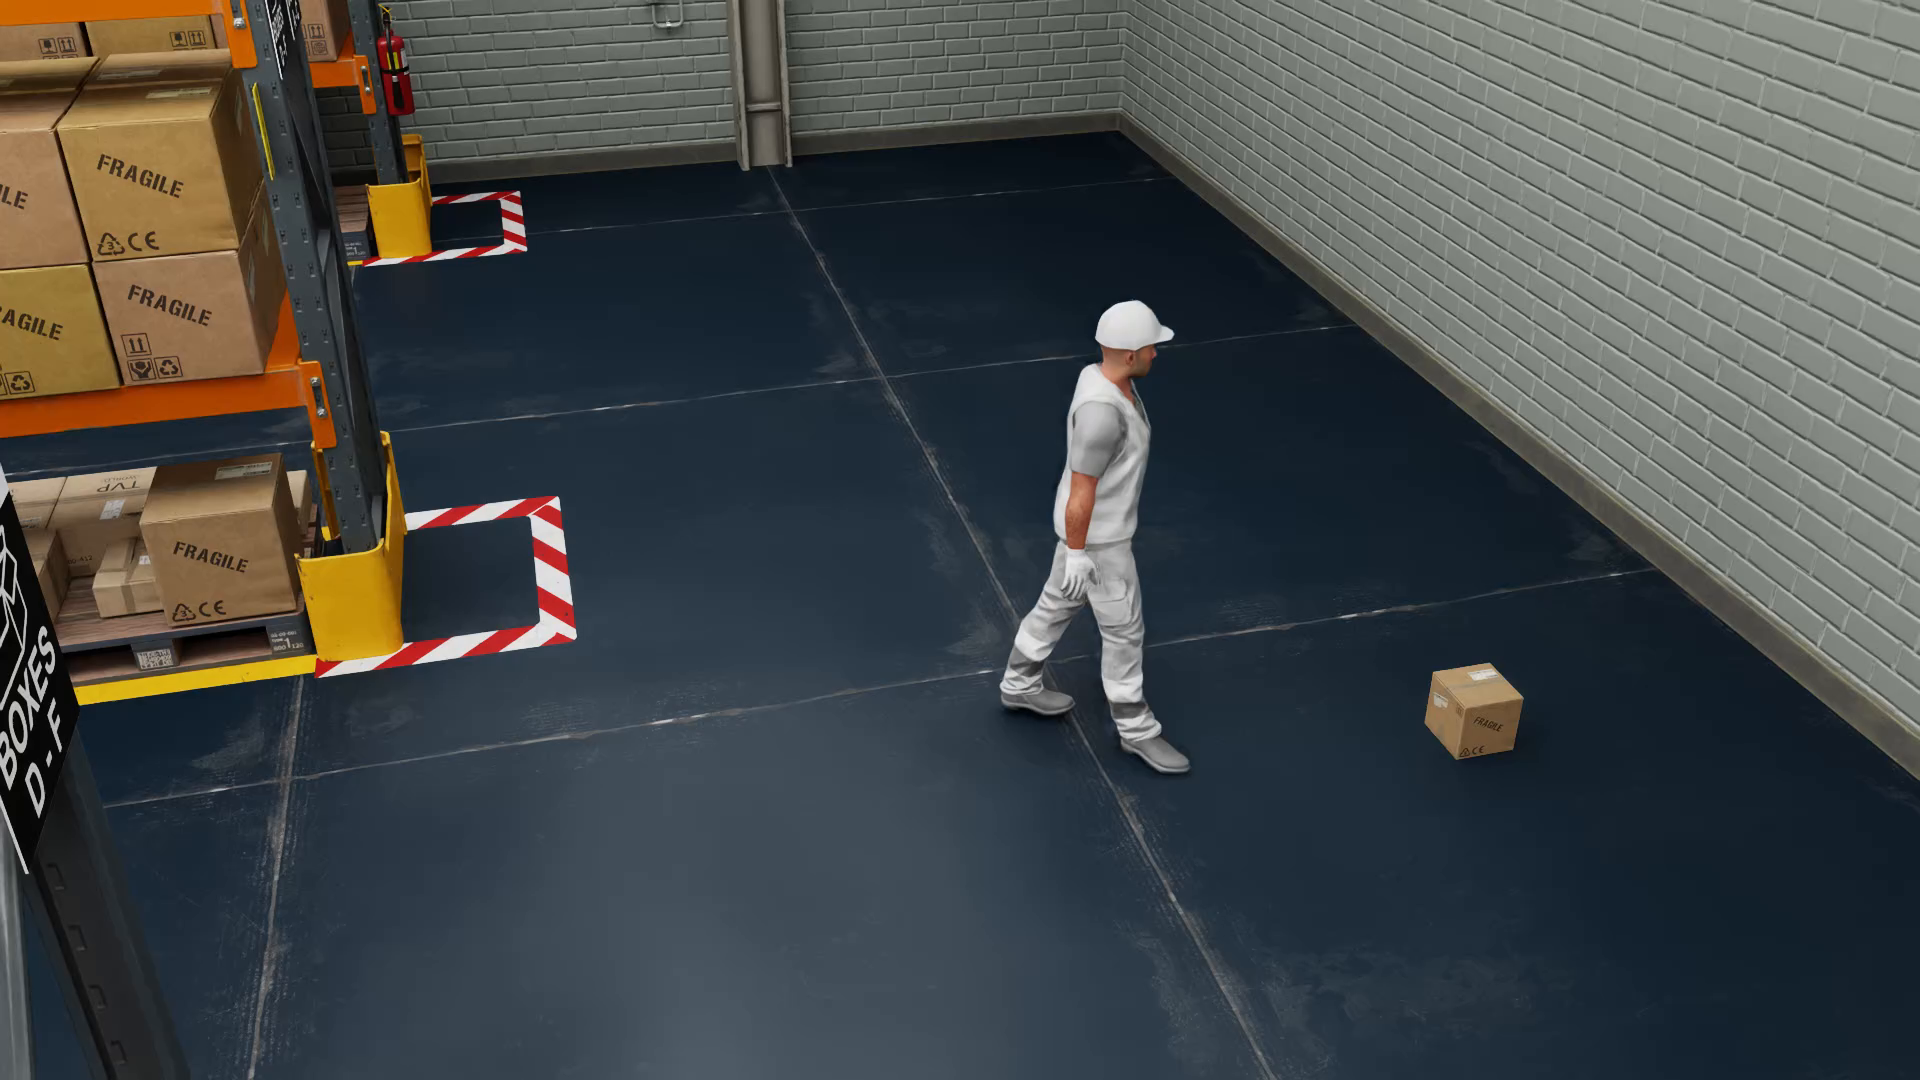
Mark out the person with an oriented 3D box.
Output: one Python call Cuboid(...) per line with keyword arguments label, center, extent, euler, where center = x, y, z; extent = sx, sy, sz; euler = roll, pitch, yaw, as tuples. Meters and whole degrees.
Cuboid(label="person", center=(0.533, -0.043, 6.179), extent=(0.764, 1.773, 0.621), euler=(3, 30, 6))
